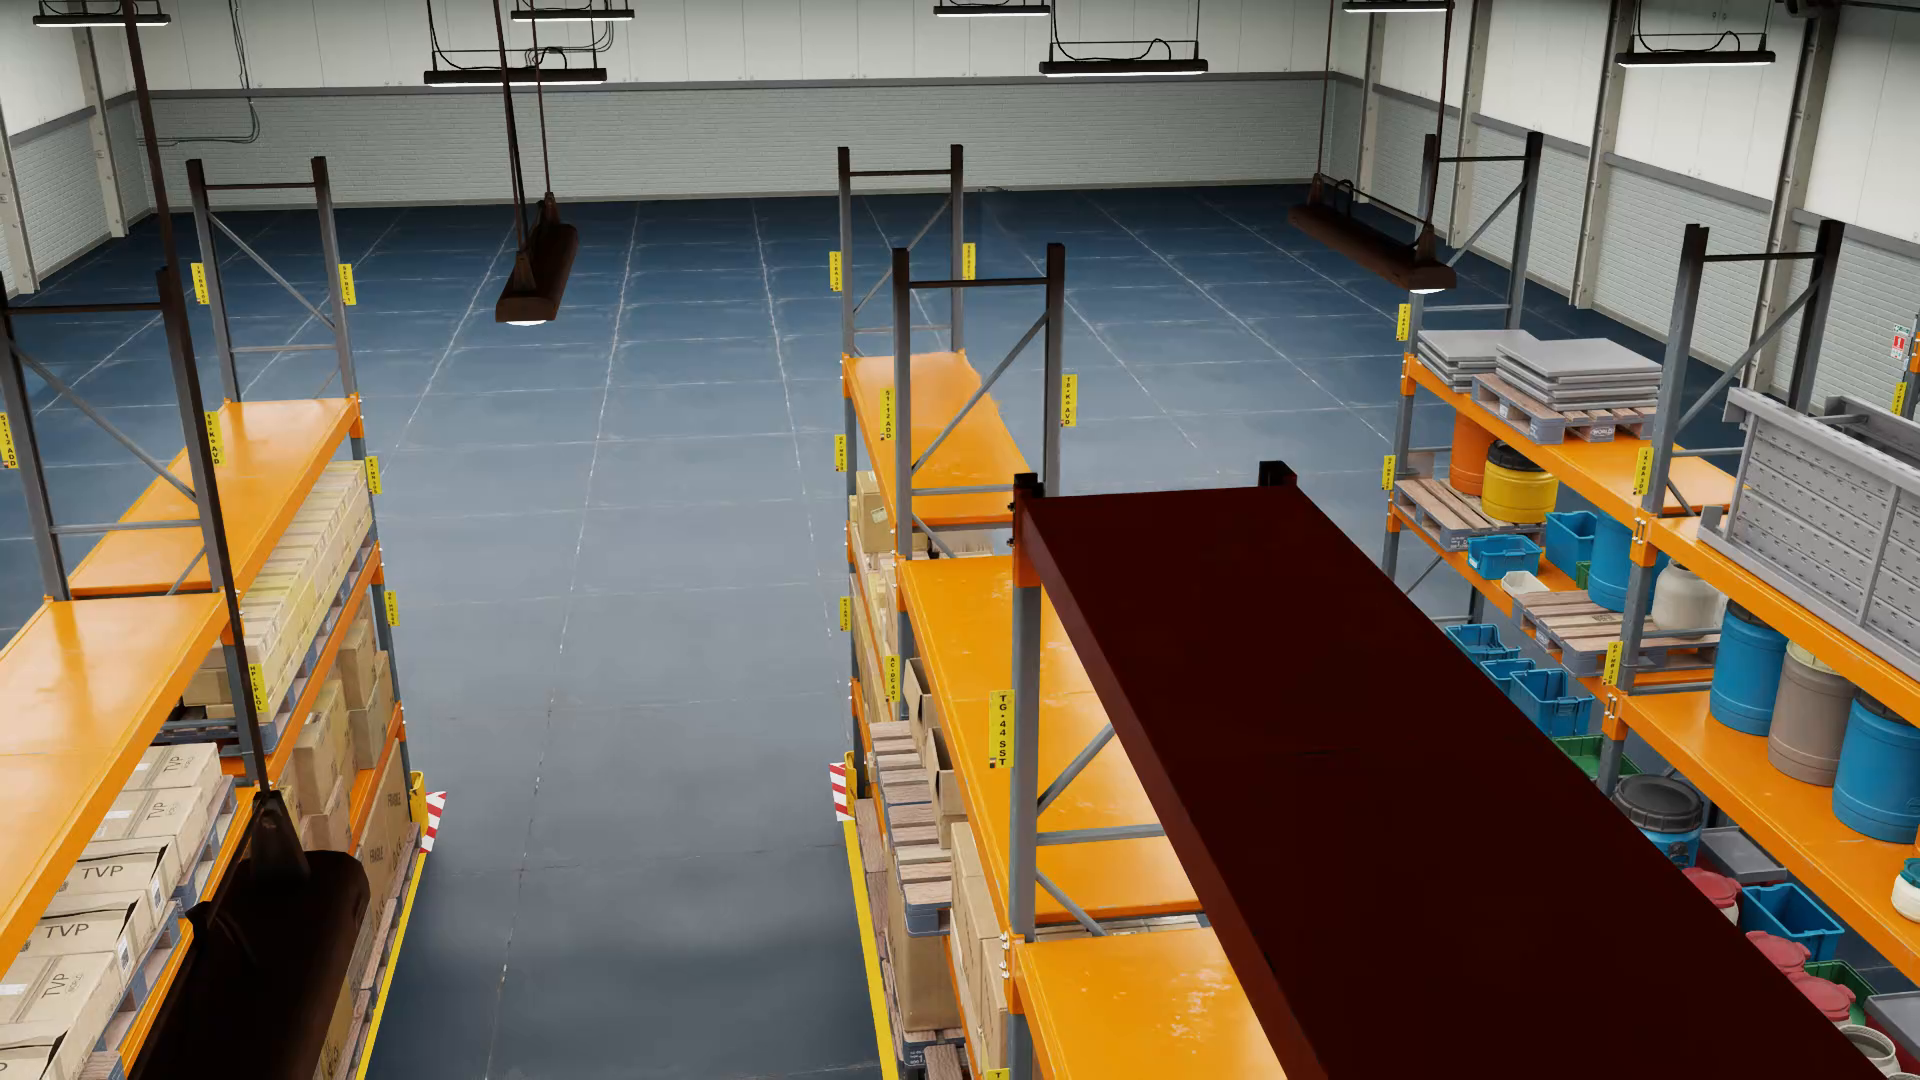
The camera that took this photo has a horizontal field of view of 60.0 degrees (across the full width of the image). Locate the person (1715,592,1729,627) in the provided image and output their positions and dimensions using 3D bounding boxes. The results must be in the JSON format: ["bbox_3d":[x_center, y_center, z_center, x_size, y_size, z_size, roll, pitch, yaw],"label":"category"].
[{"bbox_3d":[8.436,0.432,18.193,0.598,1.750,0.678,10,24,23],"label":"person"}]
